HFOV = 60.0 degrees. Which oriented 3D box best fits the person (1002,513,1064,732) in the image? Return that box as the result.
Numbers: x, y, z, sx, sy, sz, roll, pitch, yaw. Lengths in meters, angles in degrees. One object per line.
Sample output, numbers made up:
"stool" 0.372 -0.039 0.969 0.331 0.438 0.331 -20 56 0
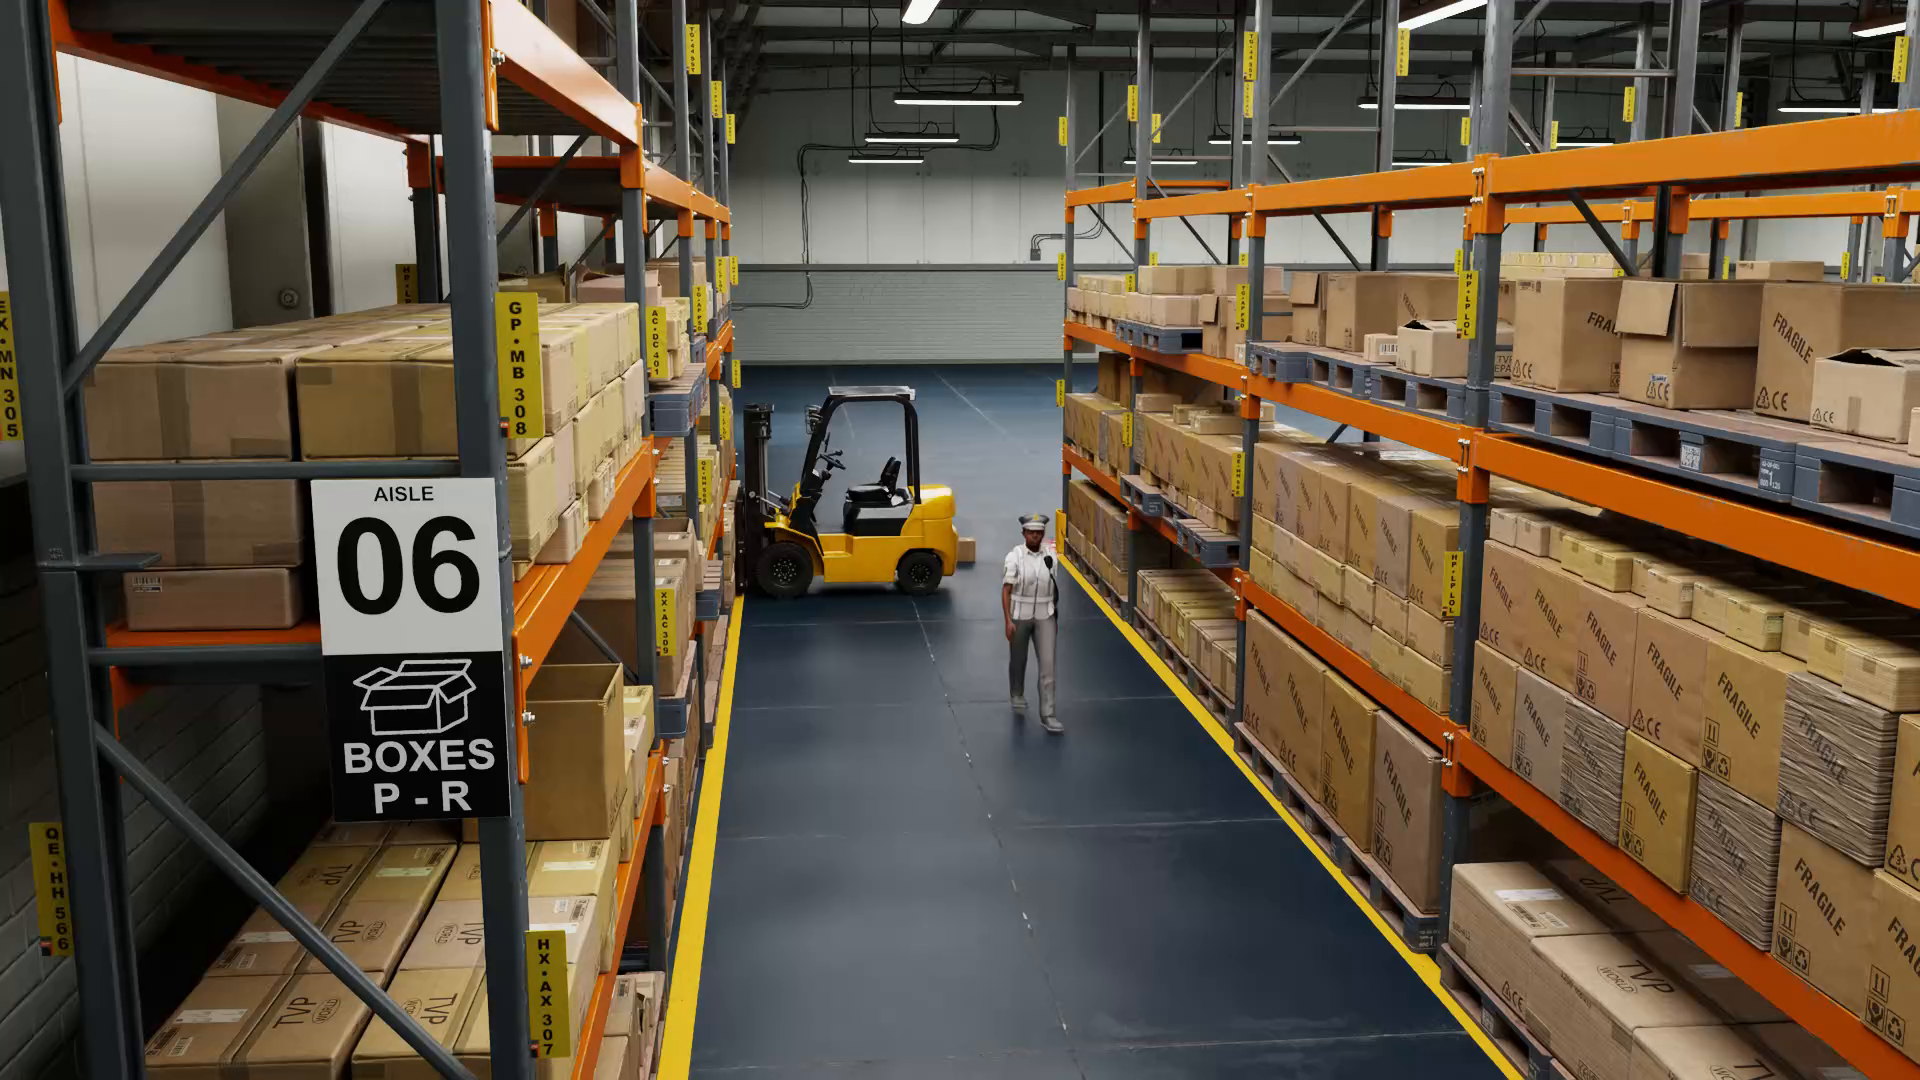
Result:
"person" 0.557 0.600 12.913 0.475 1.632 0.987 -1 10 -8
